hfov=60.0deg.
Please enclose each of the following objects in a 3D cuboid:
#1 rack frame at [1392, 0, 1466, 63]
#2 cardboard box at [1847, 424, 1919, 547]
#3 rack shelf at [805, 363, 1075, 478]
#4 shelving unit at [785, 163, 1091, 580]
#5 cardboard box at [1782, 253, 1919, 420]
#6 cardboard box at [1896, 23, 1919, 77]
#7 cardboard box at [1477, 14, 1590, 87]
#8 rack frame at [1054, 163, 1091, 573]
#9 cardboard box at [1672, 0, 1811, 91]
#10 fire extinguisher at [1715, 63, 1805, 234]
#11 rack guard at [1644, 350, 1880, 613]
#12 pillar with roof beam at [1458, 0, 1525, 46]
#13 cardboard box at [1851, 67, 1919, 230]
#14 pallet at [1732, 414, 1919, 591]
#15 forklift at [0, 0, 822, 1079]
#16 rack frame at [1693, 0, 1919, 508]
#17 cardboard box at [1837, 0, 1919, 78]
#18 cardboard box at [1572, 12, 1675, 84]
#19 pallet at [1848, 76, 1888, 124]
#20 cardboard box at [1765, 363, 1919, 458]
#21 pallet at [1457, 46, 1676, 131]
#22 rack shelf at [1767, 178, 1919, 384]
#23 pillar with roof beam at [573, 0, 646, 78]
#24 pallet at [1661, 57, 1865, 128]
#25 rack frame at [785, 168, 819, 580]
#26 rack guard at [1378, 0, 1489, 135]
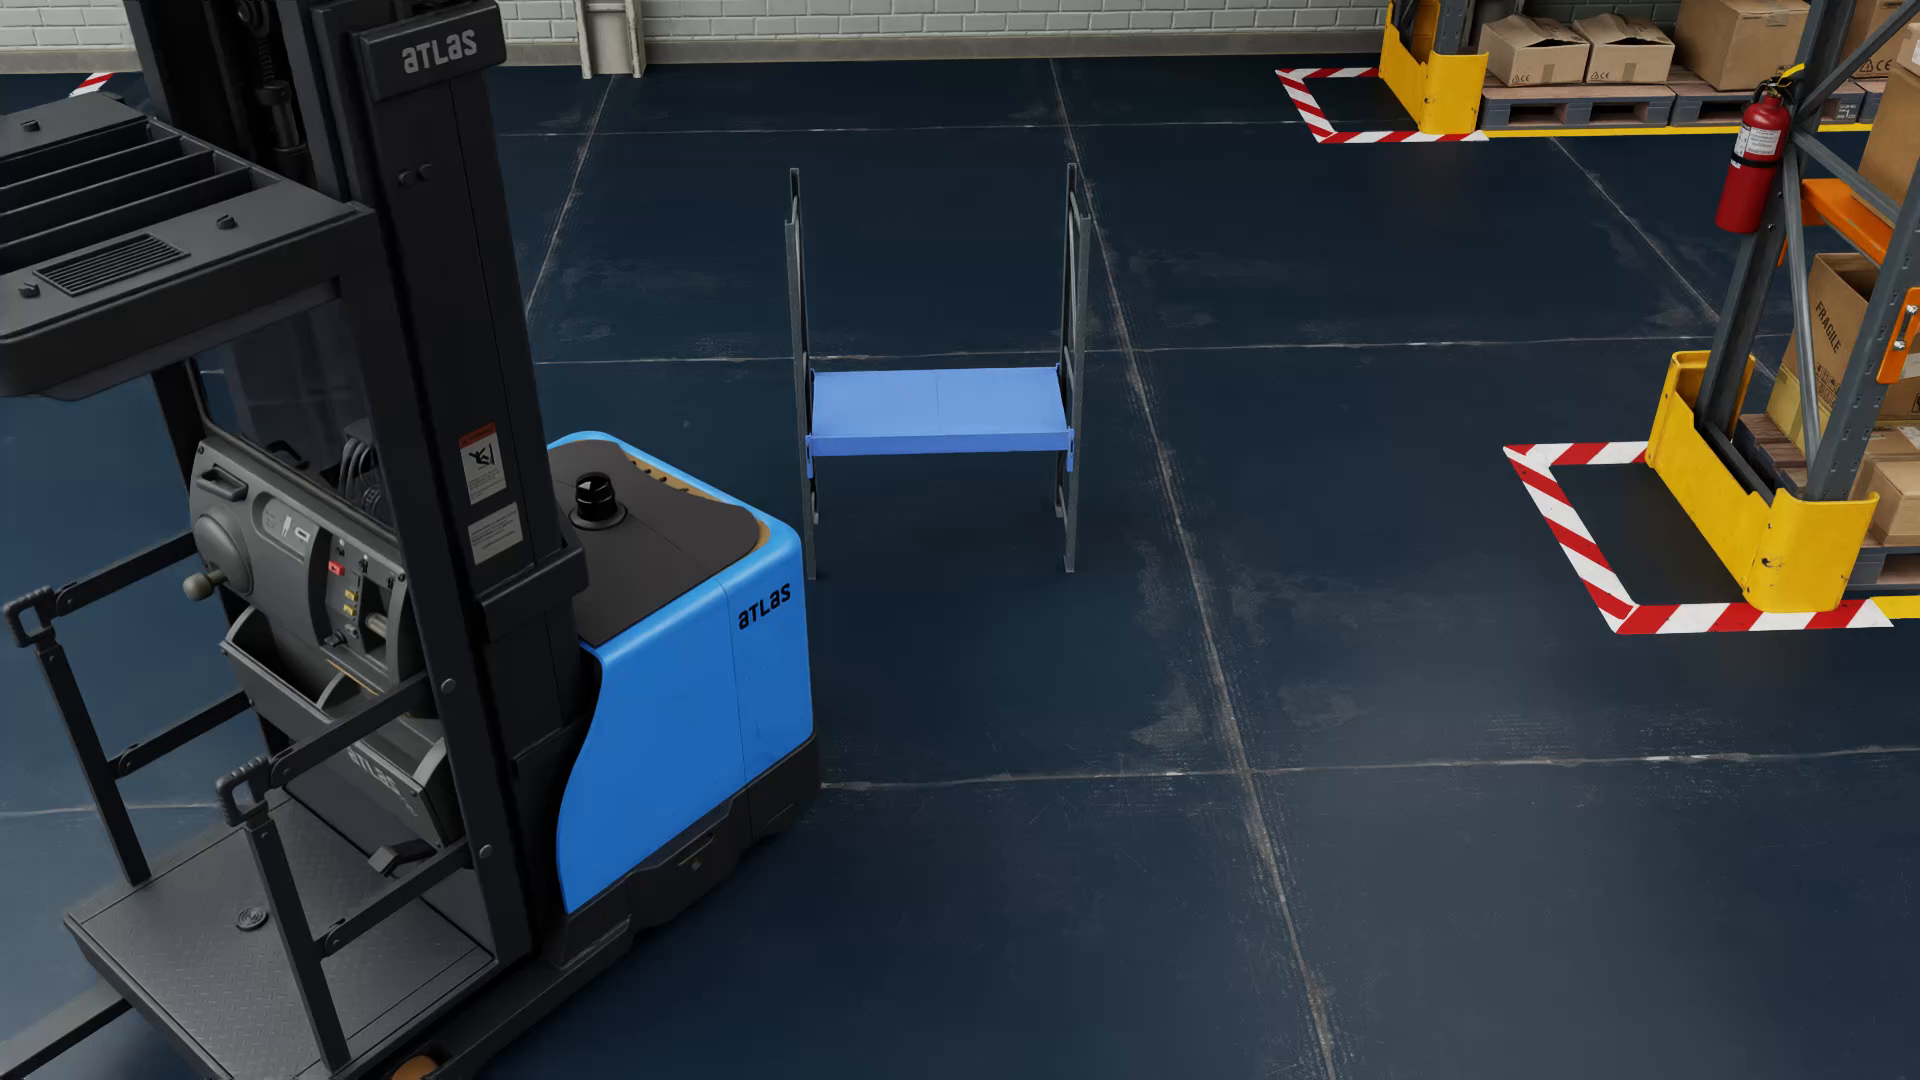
[{"bbox_3d":[2.970,-4.106,10.047,0.127,3.000,1.000,-2,35,-2],"label":"rack frame"},{"bbox_3d":[3.755,-0.220,6.479,0.500,0.250,0.500,-2,35,-2],"label":"cardboard box"},{"bbox_3d":[-0.085,-0.467,6.422,1.000,0.185,0.538,-2,35,-2],"label":"rack shelf"},{"bbox_3d":[-0.085,-0.614,6.320,1.048,1.500,0.538,-2,35,-2],"label":"shelving unit"},{"bbox_3d":[3.730,-0.824,6.693,0.500,0.500,0.500,-2,35,-2],"label":"cardboard box"},{"bbox_3d":[3.581,-1.716,5.937,0.250,0.149,0.380,-2,35,-3],"label":"cardboard box"},{"bbox_3d":[3.666,-3.149,10.640,0.500,0.311,0.500,-5,35,-8],"label":"cardboard box"},{"bbox_3d":[0.423,-0.628,6.340,0.032,1.500,0.500,-2,35,-2],"label":"rack frame"},{"bbox_3d":[4.970,-3.233,10.596,0.500,0.500,0.700,-4,35,-5],"label":"cardboard box"},{"bbox_3d":[3.068,-1.519,6.377,0.183,0.674,0.296,-2,35,-2],"label":"fire extinguisher"},{"bbox_3d":[3.185,-0.261,6.689,0.348,0.500,1.175,-2,35,-2],"label":"rack guard"},{"bbox_3d":[3.832,-4.636,5.541,0.400,9.000,9.100,-2,35,-2],"label":"pillar with roof beam"},{"bbox_3d":[3.675,-1.336,5.957,0.500,0.500,0.700,-2,35,-2],"label":"cardboard box"},{"bbox_3d":[3.970,-0.188,6.836,1.213,0.211,1.003,-2,35,-2],"label":"pallet"},{"bbox_3d":[-1.784,0.118,4.004,1.130,2.935,3.031,25,42,32],"label":"forklift"},{"bbox_3d":[3.209,-1.290,5.978,0.127,3.000,1.000,-2,35,-2],"label":"rack frame"},{"bbox_3d":[5.931,-3.316,10.715,0.500,0.500,0.500,-4,35,-6],"label":"cardboard box"},{"bbox_3d":[4.235,-3.164,10.662,0.500,0.311,0.500,1,35,2],"label":"cardboard box"},{"bbox_3d":[6.297,-3.029,10.941,1.213,0.211,1.003,-2,35,-2],"label":"pallet"},{"bbox_3d":[3.730,-0.514,6.905,0.500,0.250,0.500,-2,35,-2],"label":"cardboard box"},{"bbox_3d":[3.859,-2.963,10.846,1.213,0.211,1.003,-2,35,-2],"label":"pallet"},{"bbox_3d":[5.206,-1.048,6.261,4.000,0.370,1.077,-2,35,-2],"label":"rack shelf"},{"bbox_3d":[-2.161,-4.474,5.308,0.400,9.000,9.100,-2,35,-2],"label":"pillar with roof beam"},{"bbox_3d":[5.075,-2.994,10.891,1.213,0.211,1.003,-2,35,-2],"label":"pallet"},{"bbox_3d":[-0.593,-0.601,6.300,0.032,1.500,0.500,-2,35,-2],"label":"rack frame"},{"bbox_3d":[3.046,-3.080,10.761,0.348,0.500,1.175,-2,35,-2],"label":"rack guard"}]
